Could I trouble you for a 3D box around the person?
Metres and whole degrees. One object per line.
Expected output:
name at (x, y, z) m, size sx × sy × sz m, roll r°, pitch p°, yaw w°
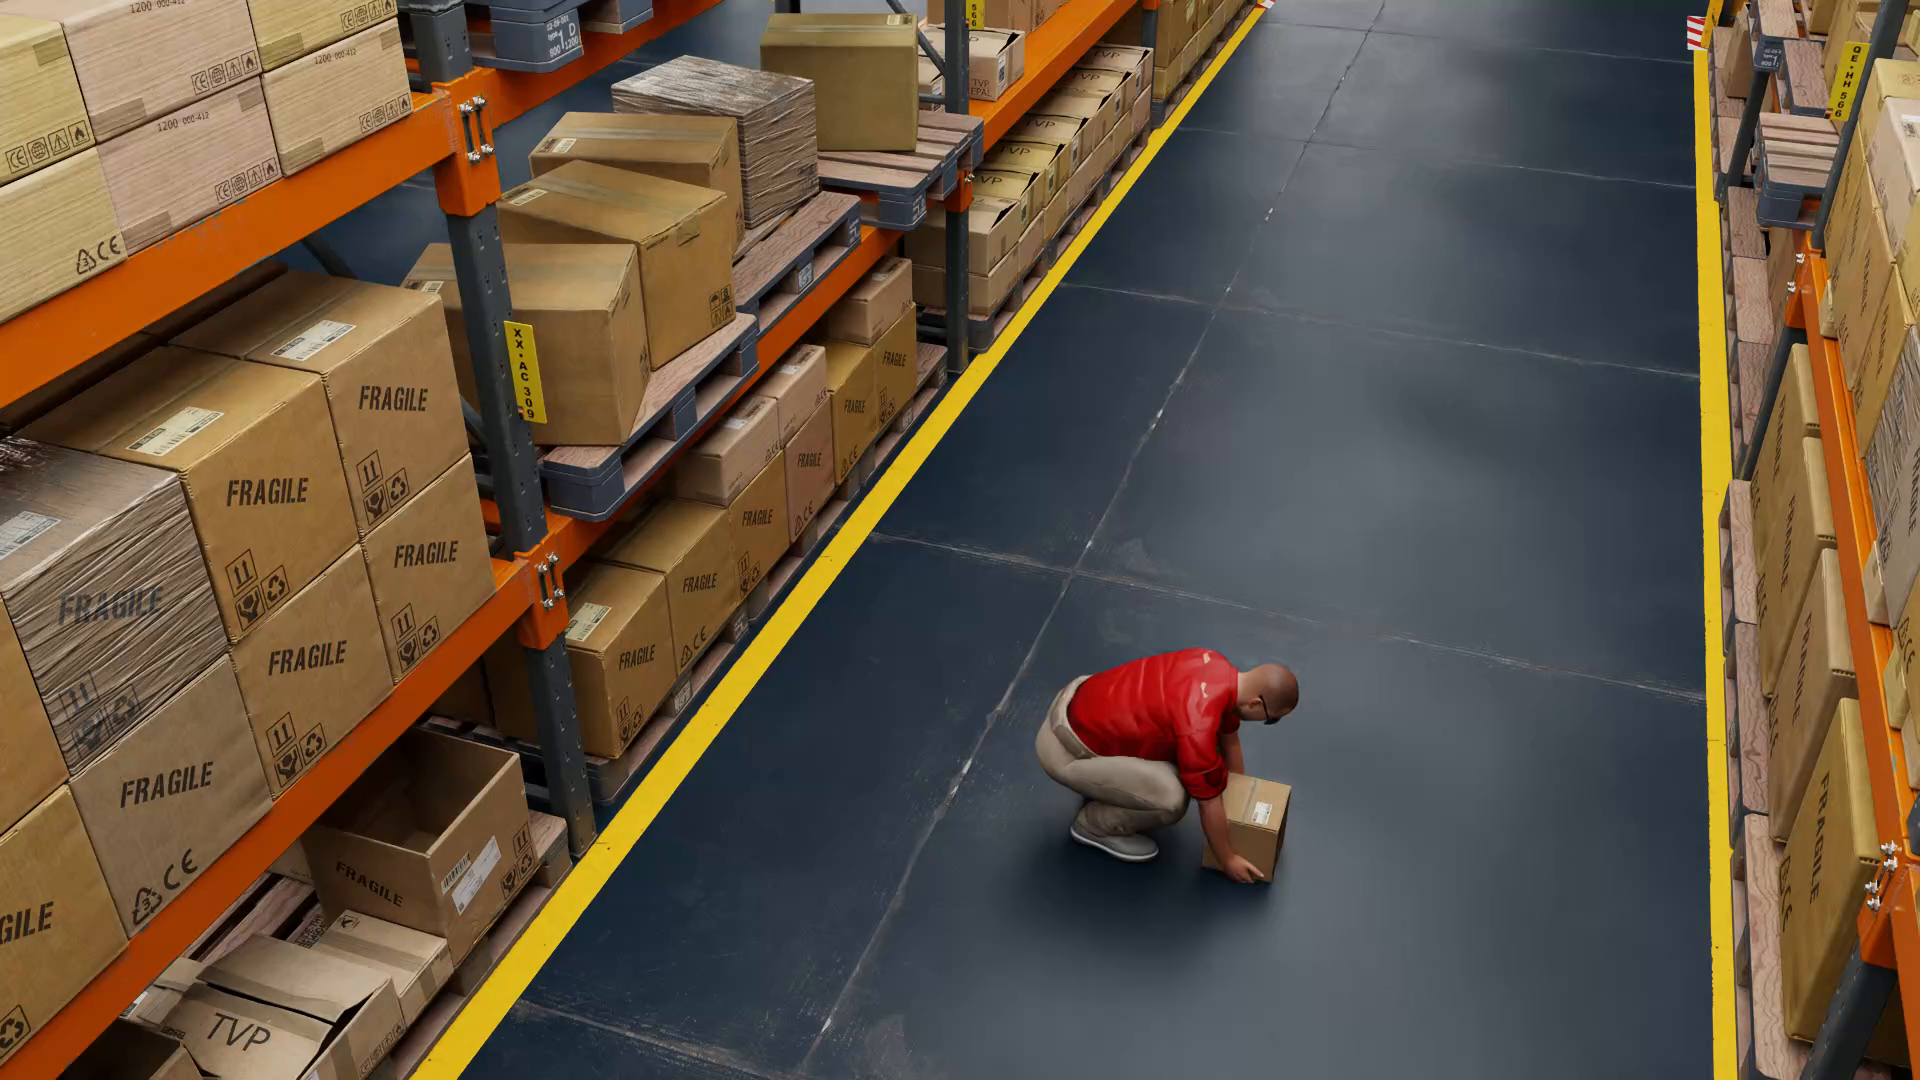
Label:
person at (0.719, 0.770, 5.920) m, size 0.881 × 0.812 × 0.540 m, roll 11°, pitch 35°, yaw 16°
